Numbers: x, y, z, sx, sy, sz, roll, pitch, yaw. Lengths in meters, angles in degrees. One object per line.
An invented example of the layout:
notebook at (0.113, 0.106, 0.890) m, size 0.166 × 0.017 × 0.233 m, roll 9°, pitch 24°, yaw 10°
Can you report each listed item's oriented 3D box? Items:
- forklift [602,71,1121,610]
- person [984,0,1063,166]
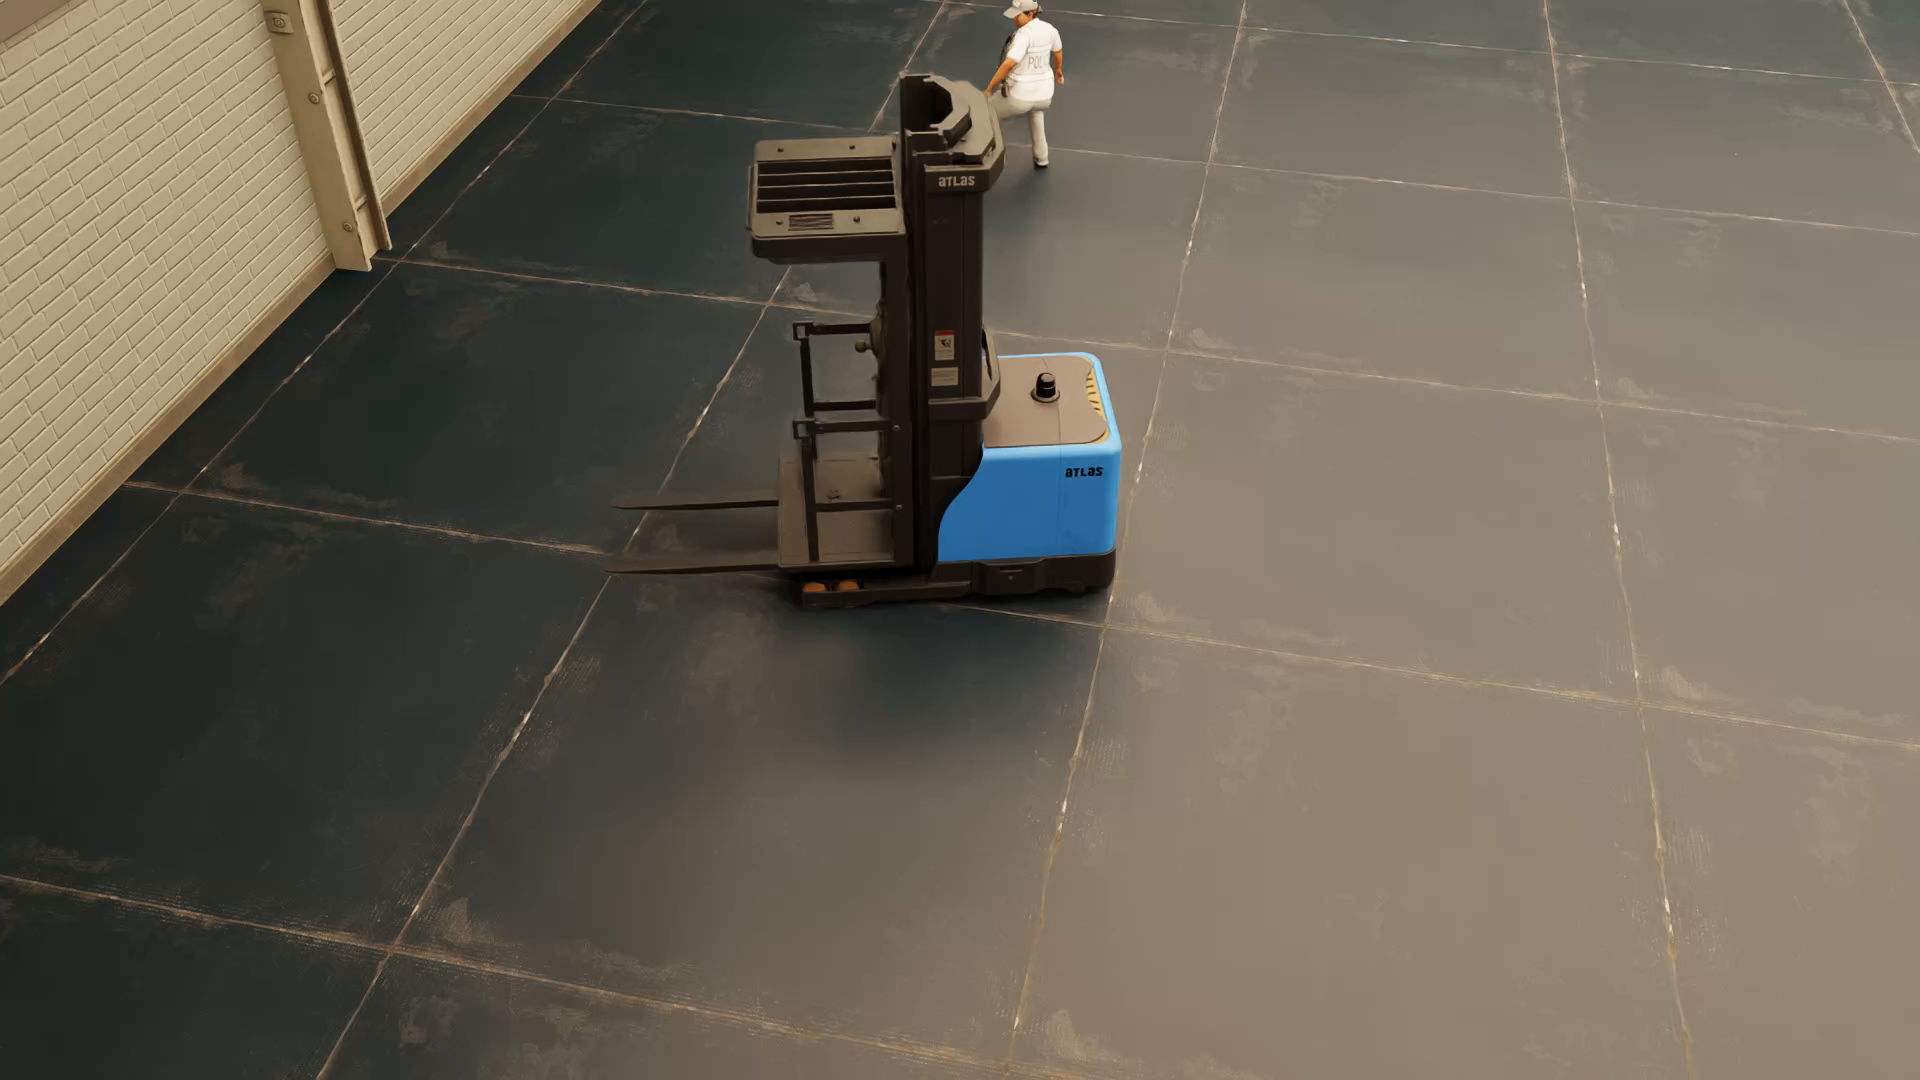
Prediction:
forklift at (-0.620, -1.065, 9.334) m, size 3.031 × 2.935 × 1.130 m, roll -3°, pitch 40°, yaw -3°
person at (0.534, -3.730, 13.678) m, size 0.959 × 1.541 × 0.518 m, roll -24°, pitch 45°, yaw -26°
